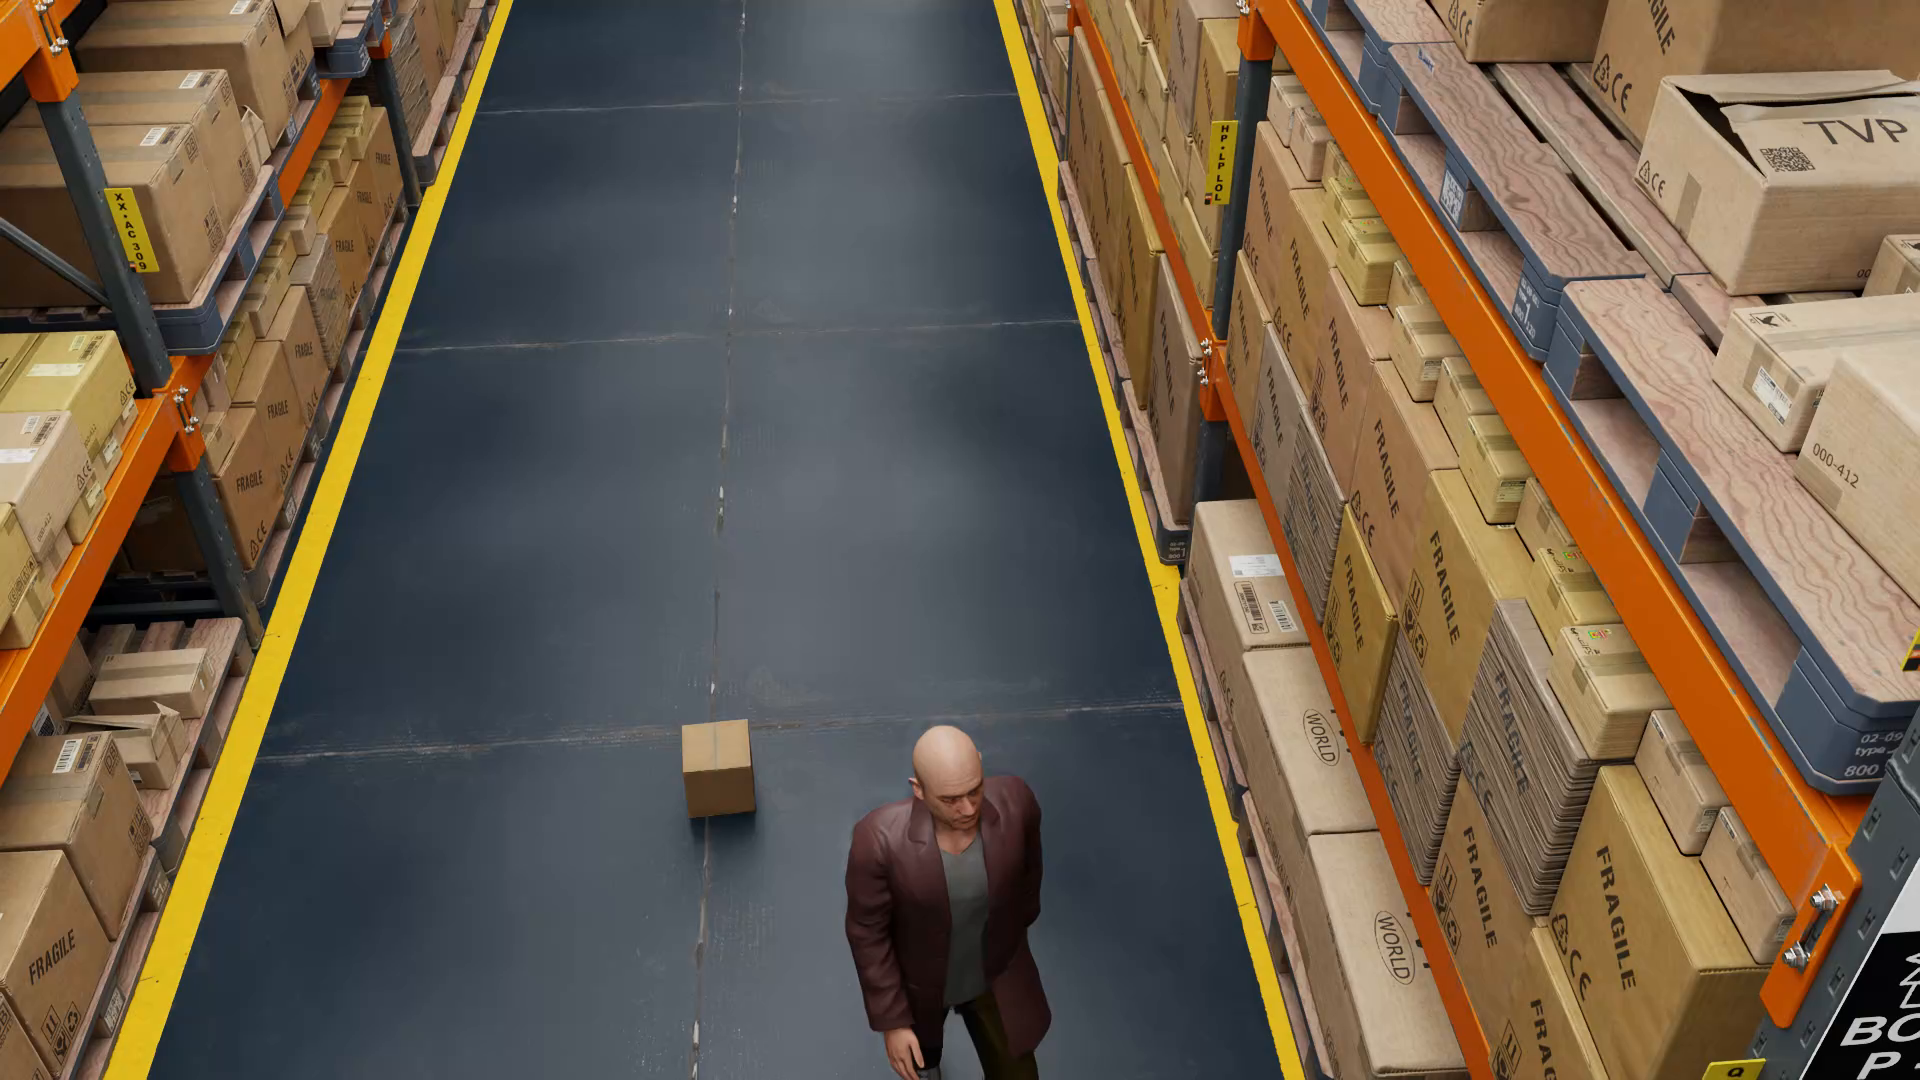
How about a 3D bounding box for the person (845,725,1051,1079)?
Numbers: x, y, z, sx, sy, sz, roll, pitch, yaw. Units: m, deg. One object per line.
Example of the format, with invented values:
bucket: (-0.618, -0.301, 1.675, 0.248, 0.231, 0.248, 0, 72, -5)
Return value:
person: (-0.006, 1.239, 4.605, 0.592, 1.776, 0.957, -10, 40, -12)
